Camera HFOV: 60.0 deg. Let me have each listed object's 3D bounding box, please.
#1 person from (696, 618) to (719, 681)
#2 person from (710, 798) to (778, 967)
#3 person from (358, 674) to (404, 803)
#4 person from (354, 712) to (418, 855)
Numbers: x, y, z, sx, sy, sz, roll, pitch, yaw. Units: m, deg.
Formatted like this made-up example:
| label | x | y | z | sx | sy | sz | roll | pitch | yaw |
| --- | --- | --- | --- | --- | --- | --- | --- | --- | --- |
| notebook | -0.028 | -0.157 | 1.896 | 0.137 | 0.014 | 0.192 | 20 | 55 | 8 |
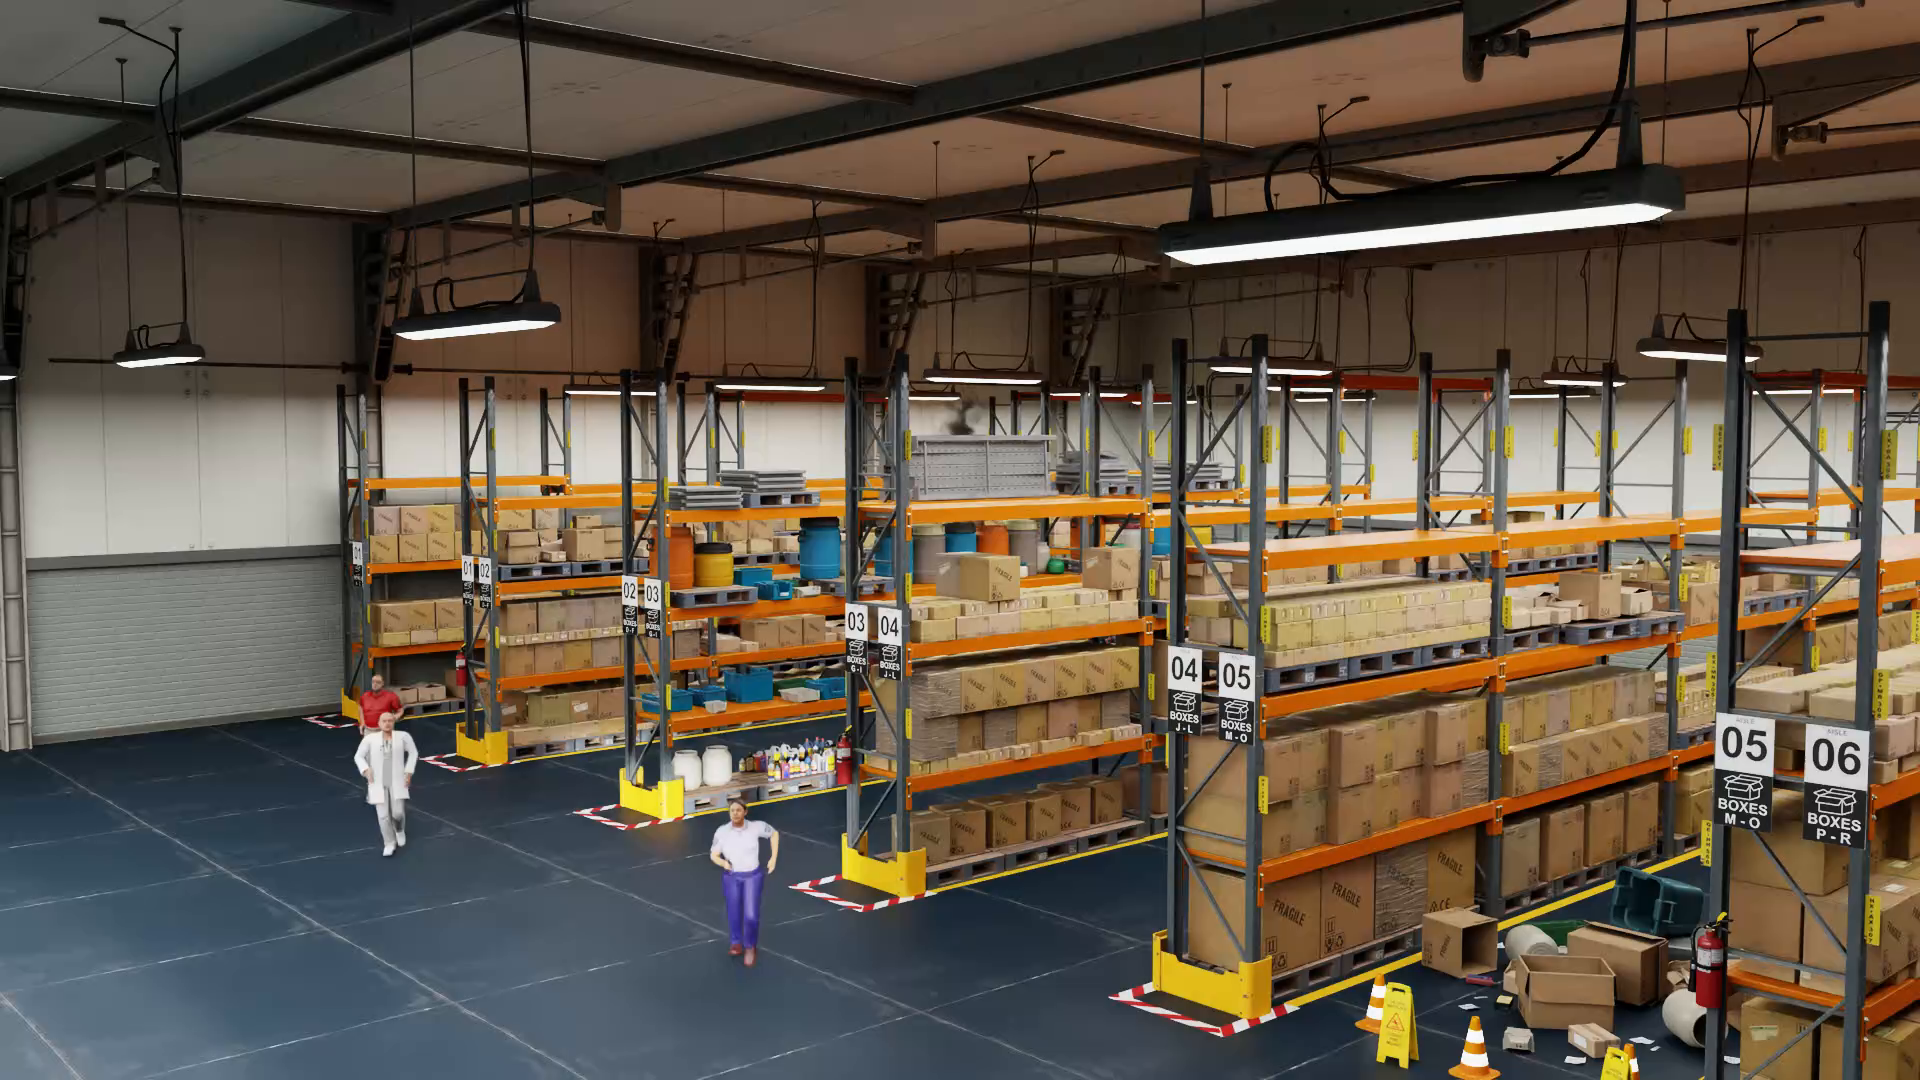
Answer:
| label | x | y | z | sx | sy | sz | roll | pitch | yaw |
| --- | --- | --- | --- | --- | --- | --- | --- | --- | --- |
| person | -4.660 | 2.247 | 30.866 | 0.627 | 1.681 | 0.656 | -4 | 5 | -44 |
| person | -2.083 | 3.290 | 16.037 | 0.618 | 1.624 | 0.827 | 0 | 4 | 2 |
| person | -8.208 | 2.765 | 23.542 | 0.666 | 1.747 | 0.900 | 0 | 4 | -8 |
| person | -7.004 | 2.964 | 20.310 | 0.733 | 1.739 | 0.618 | -1 | 4 | -18 |
